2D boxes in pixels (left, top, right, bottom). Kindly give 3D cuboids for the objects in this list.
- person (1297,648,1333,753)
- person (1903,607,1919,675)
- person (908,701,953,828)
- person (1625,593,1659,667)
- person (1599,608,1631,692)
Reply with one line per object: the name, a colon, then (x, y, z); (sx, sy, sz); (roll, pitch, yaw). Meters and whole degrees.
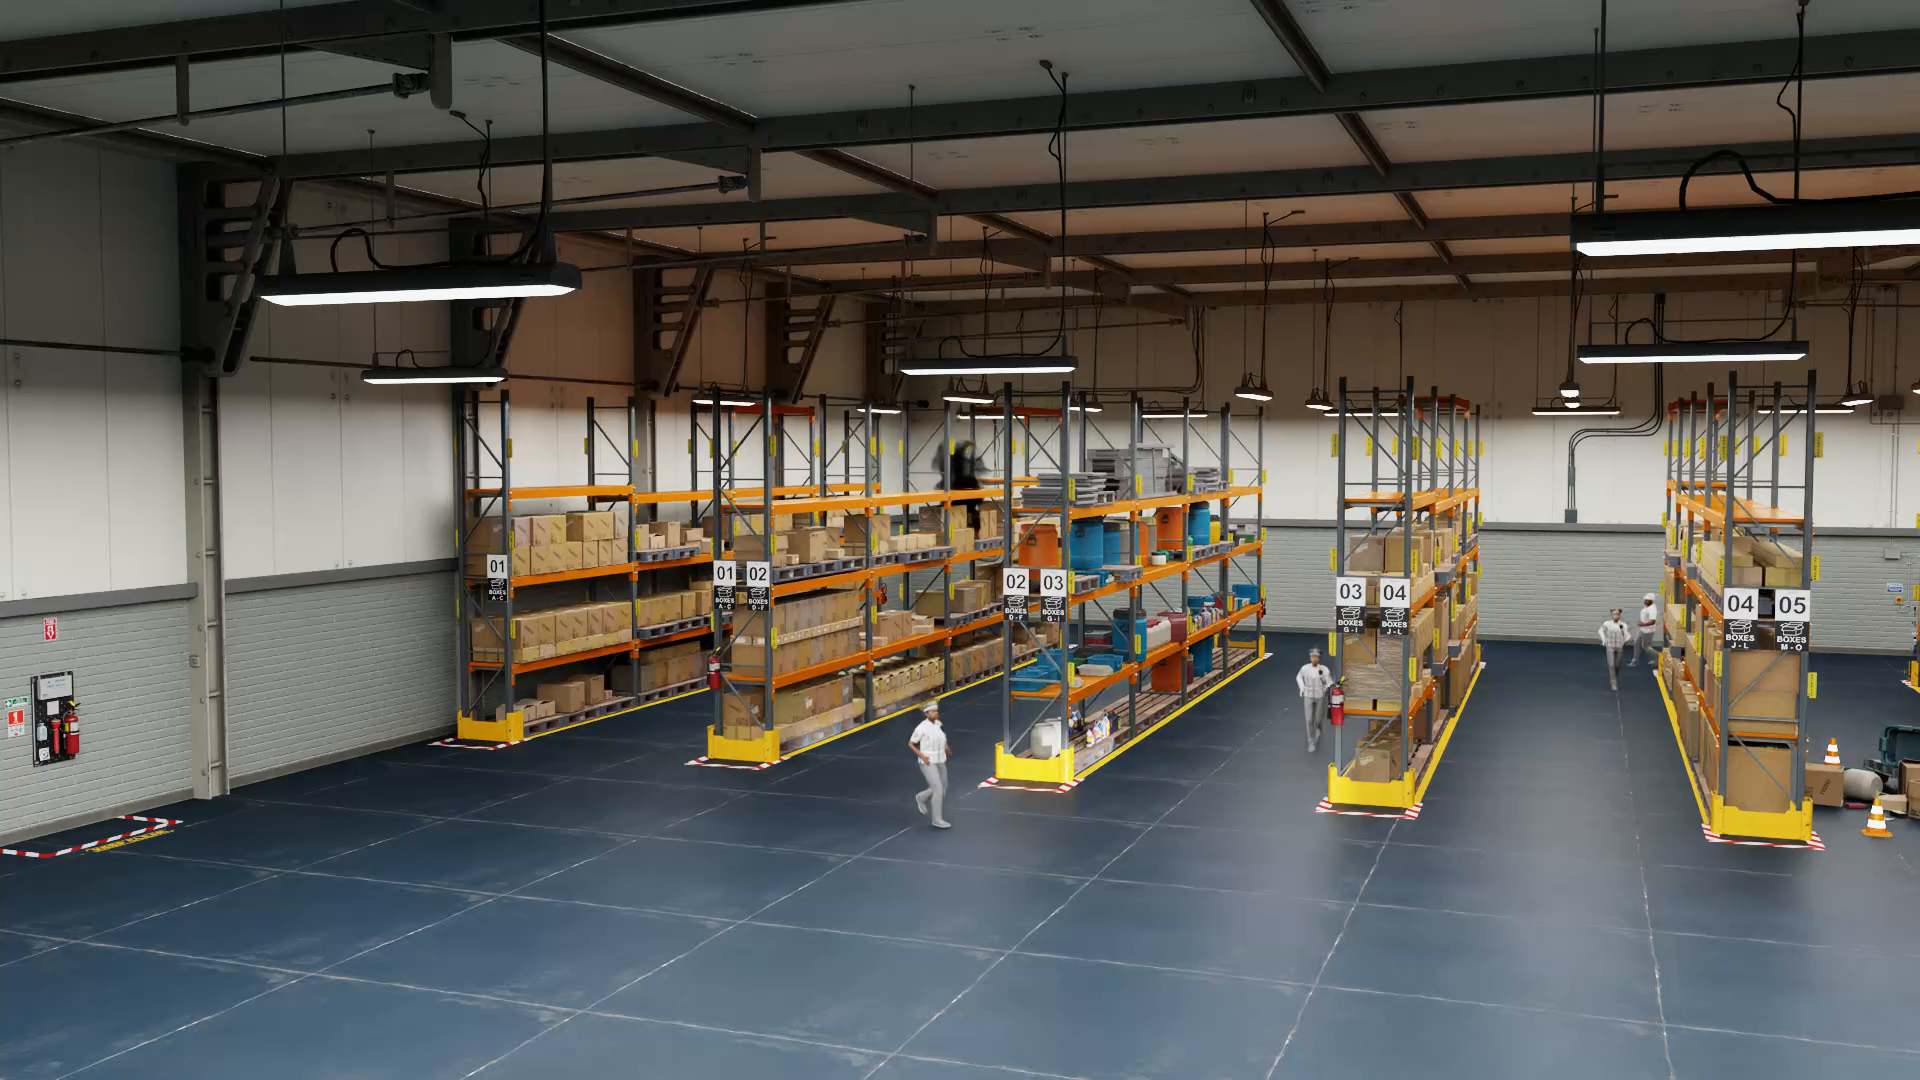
person: (5.910, 2.645, 27.736); (0.618, 1.698, 0.836); (1, 3, 17)
person: (20.991, 2.193, 36.153); (0.940, 1.598, 0.702); (3, 4, 40)
person: (-0.397, 2.955, 22.097); (0.584, 1.655, 0.739); (-3, 4, -45)
person: (15.611, 2.063, 37.801); (0.767, 1.739, 0.740); (0, 3, 9)
person: (13.638, 2.256, 34.632); (0.618, 1.702, 0.883); (1, 3, 16)
